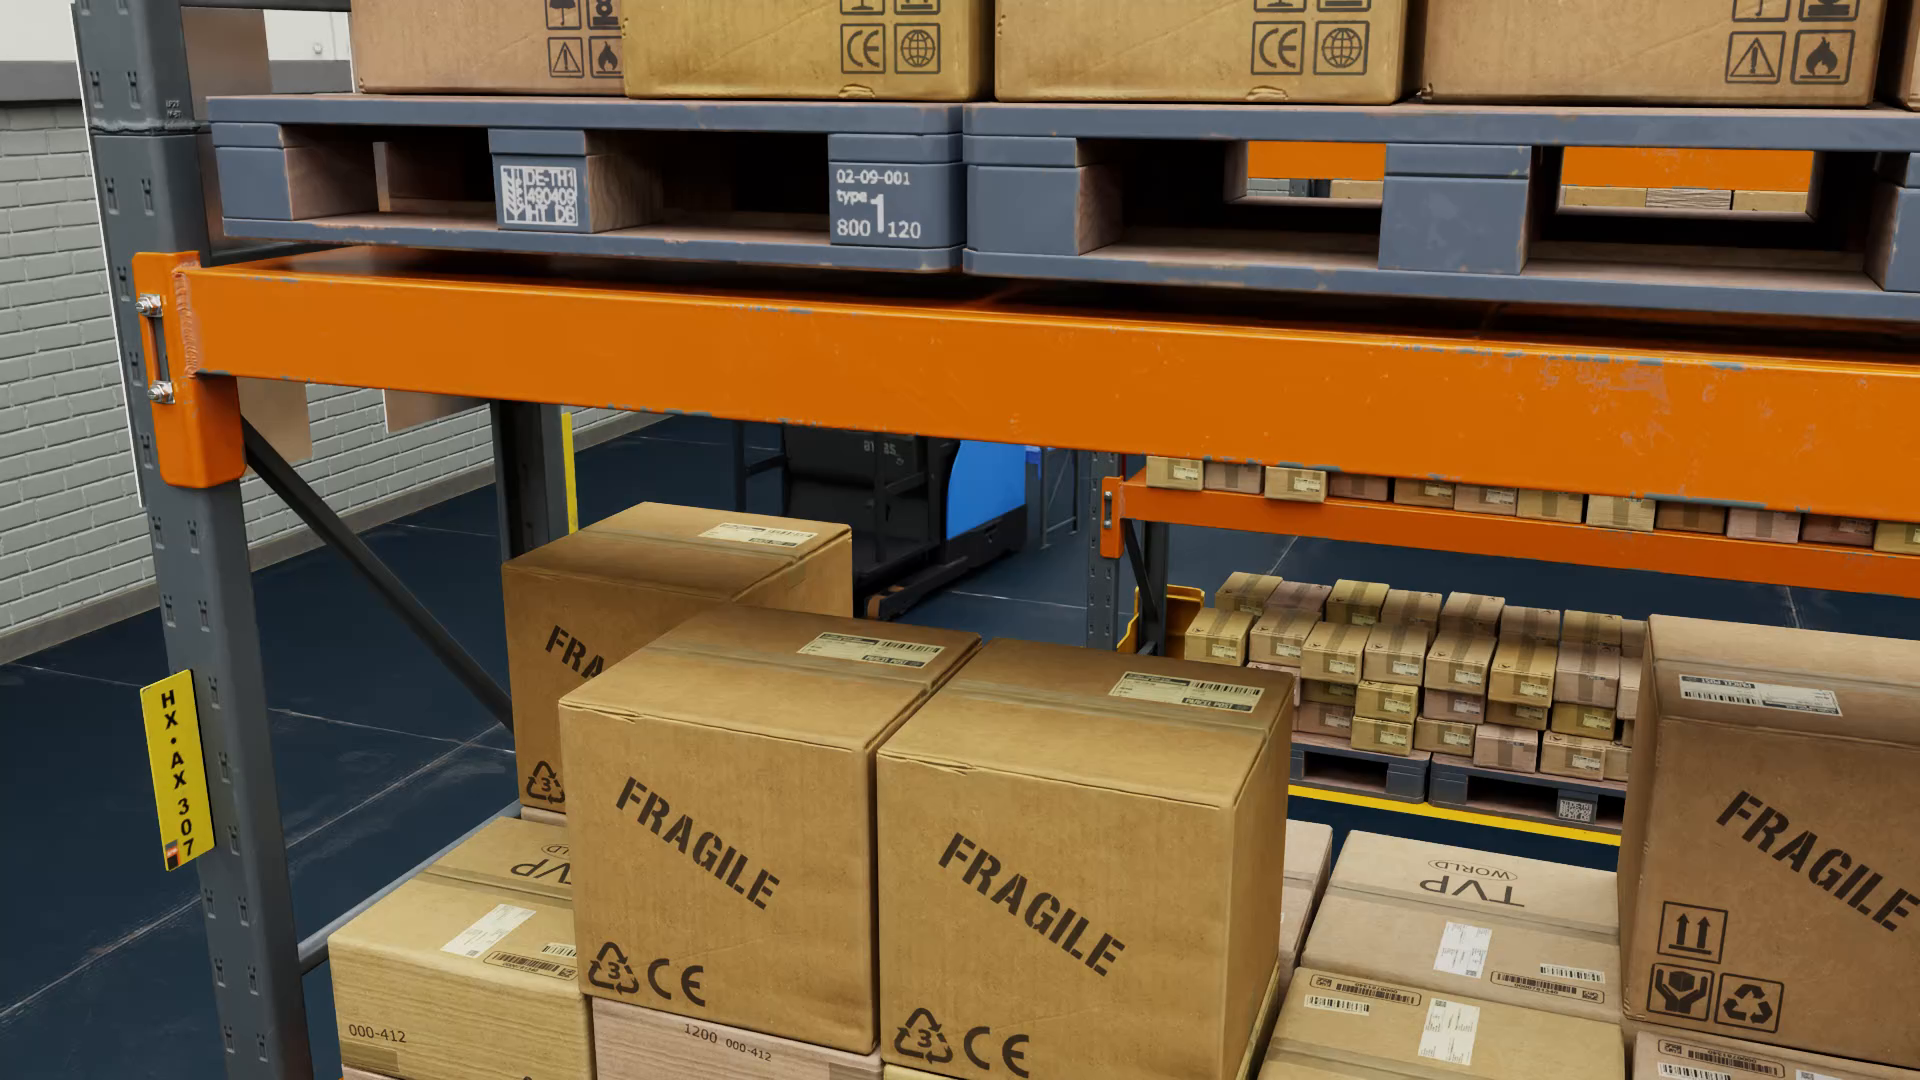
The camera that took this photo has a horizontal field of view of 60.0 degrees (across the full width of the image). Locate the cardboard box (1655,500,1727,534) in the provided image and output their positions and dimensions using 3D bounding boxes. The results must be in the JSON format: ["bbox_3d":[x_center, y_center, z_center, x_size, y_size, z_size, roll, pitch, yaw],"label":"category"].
[{"bbox_3d":[2.971,-0.153,6.772,0.250,0.149,0.380,6,17,20],"label":"cardboard box"}]

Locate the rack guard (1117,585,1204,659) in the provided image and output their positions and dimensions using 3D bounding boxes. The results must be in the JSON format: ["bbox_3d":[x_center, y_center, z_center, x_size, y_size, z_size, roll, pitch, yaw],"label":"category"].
[{"bbox_3d":[0.890,0.627,8.116,0.348,0.500,1.175,6,17,21],"label":"rack guard"}]

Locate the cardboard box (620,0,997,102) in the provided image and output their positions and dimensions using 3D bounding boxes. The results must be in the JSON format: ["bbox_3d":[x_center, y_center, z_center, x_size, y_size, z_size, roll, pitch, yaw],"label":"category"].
[{"bbox_3d":[-0.112,-0.915,2.453,0.500,0.500,0.700,6,17,19],"label":"cardboard box"}]

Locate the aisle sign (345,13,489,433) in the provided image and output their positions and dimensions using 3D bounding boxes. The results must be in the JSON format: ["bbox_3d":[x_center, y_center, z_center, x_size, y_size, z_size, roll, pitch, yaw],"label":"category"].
[{"bbox_3d":[-1.051,-0.638,3.330,0.004,0.787,0.394,6,17,21],"label":"aisle sign"}]

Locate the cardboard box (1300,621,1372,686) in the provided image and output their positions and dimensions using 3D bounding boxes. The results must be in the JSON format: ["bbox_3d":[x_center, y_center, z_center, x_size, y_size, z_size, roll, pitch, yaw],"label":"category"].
[{"bbox_3d":[1.670,0.499,7.369,0.250,0.149,0.380,6,17,20],"label":"cardboard box"}]

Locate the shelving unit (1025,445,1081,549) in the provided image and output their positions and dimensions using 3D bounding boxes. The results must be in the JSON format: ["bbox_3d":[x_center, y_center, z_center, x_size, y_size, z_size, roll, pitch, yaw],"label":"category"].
[{"bbox_3d":[0.243,-0.798,11.231,1.048,1.500,0.538,10,19,31],"label":"shelving unit"}]

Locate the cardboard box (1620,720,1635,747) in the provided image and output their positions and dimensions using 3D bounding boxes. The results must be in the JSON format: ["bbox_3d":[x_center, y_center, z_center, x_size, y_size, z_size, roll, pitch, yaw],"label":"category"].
[{"bbox_3d":[2.935,0.751,7.033,0.250,0.149,0.380,5,17,18],"label":"cardboard box"}]

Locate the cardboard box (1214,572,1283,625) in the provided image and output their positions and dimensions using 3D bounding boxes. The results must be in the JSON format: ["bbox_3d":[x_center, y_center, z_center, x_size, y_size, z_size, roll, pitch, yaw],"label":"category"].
[{"bbox_3d":[1.405,0.289,8.090,0.250,0.149,0.380,6,17,21],"label":"cardboard box"}]

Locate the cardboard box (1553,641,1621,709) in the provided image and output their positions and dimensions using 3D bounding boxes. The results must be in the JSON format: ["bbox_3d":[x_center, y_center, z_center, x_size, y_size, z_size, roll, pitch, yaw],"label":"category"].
[{"bbox_3d":[2.683,0.573,7.113,0.250,0.149,0.380,6,17,21],"label":"cardboard box"}]

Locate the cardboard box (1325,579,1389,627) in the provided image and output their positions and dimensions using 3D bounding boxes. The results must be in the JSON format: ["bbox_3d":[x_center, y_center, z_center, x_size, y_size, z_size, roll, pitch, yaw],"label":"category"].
[{"bbox_3d":[1.905,0.323,7.973,0.250,0.149,0.380,6,17,19],"label":"cardboard box"}]

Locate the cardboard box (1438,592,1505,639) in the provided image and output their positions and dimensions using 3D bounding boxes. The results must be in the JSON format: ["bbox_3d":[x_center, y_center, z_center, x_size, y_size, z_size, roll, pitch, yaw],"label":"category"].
[{"bbox_3d":[2.393,0.379,7.780,0.250,0.149,0.380,7,18,23],"label":"cardboard box"}]

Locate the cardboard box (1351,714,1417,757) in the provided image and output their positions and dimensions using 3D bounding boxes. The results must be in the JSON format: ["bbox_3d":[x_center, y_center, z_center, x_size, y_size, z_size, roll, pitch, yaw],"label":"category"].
[{"bbox_3d":[1.894,0.807,7.374,0.250,0.149,0.380,7,17,21],"label":"cardboard box"}]

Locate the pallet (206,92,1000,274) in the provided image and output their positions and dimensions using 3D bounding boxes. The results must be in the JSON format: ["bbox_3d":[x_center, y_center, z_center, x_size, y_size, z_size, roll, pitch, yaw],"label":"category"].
[{"bbox_3d":[-0.401,-0.630,2.741,1.213,0.211,1.003,6,17,21],"label":"pallet"}]

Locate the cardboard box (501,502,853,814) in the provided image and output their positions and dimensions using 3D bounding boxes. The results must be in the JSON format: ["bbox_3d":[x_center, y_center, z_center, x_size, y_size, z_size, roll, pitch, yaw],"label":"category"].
[{"bbox_3d":[-0.545,0.246,3.337,0.500,0.500,0.500,7,17,21],"label":"cardboard box"}]

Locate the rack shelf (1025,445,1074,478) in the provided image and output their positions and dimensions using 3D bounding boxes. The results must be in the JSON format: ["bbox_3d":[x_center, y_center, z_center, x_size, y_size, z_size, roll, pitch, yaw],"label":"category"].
[{"bbox_3d":[0.243,-0.625,11.281,1.000,0.185,0.538,10,19,31],"label":"rack shelf"}]

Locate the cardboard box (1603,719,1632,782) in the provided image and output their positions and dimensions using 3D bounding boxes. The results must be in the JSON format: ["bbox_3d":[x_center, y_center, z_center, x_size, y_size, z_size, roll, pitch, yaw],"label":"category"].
[{"bbox_3d":[2.870,0.894,7.074,0.250,0.149,0.380,7,17,22],"label":"cardboard box"}]

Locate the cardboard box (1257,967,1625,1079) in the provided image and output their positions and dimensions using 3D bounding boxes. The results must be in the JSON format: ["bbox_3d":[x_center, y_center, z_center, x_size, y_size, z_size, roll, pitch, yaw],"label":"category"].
[{"bbox_3d":[0.692,0.899,2.431,0.500,0.250,0.500,6,17,20],"label":"cardboard box"}]

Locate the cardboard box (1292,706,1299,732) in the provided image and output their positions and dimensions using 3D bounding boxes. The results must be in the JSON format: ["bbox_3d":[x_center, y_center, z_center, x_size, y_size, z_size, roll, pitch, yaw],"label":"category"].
[{"bbox_3d":[1.463,0.729,7.644,0.250,0.149,0.380,6,17,20],"label":"cardboard box"}]

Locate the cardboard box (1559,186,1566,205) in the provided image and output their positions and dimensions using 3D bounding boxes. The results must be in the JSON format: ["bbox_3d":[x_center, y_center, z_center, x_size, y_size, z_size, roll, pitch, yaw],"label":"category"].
[{"bbox_3d":[3.848,-2.179,11.325,0.500,0.500,0.500,6,17,20],"label":"cardboard box"}]

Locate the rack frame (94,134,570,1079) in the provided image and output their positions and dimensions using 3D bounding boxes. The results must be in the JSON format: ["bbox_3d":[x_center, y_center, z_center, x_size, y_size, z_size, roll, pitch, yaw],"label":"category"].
[{"bbox_3d":[-1.095,0.695,3.399,0.127,3.000,1.000,6,17,21],"label":"rack frame"}]

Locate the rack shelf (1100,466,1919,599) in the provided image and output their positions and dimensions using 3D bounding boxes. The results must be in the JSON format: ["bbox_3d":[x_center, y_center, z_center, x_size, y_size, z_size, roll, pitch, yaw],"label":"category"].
[{"bbox_3d":[2.680,-0.031,7.190,4.000,0.370,1.077,6,17,21],"label":"rack shelf"}]

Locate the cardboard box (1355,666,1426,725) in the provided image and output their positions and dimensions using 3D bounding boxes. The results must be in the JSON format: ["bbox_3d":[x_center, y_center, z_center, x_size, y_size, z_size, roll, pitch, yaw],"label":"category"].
[{"bbox_3d":[1.906,0.663,7.336,0.250,0.149,0.380,7,18,22],"label":"cardboard box"}]

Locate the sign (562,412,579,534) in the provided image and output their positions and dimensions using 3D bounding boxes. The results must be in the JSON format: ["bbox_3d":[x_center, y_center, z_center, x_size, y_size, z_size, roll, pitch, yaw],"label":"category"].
[{"bbox_3d":[-0.883,-0.114,3.684,0.005,0.325,0.100,6,17,21],"label":"sign"}]

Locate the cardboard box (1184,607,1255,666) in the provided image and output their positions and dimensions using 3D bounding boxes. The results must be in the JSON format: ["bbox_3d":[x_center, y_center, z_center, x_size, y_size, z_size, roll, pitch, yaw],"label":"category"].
[{"bbox_3d":[1.182,0.443,7.562,0.250,0.149,0.380,5,17,18],"label":"cardboard box"}]

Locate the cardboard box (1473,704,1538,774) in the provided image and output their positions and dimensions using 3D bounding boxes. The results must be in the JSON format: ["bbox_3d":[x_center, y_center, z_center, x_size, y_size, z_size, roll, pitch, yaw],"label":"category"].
[{"bbox_3d":[2.366,0.856,7.204,0.250,0.149,0.380,5,17,18],"label":"cardboard box"}]

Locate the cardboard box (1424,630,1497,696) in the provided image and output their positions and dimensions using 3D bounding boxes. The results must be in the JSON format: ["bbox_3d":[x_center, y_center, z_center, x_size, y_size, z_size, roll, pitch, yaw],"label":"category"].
[{"bbox_3d":[2.186,0.533,7.250,0.250,0.149,0.380,7,18,23],"label":"cardboard box"}]

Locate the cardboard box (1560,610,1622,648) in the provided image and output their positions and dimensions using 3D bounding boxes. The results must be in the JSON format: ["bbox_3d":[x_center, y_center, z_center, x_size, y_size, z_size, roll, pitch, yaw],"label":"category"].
[{"bbox_3d":[2.851,0.455,7.521,0.250,0.149,0.380,6,17,21],"label":"cardboard box"}]

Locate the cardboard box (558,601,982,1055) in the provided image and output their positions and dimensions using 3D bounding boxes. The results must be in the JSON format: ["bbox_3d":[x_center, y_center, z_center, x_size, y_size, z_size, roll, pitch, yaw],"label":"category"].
[{"bbox_3d":[-0.282,0.434,2.687,0.500,0.500,0.500,6,17,19],"label":"cardboard box"}]

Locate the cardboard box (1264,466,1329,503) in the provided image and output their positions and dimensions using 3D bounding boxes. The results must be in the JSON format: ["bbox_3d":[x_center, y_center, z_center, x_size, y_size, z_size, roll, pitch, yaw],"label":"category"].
[{"bbox_3d":[1.483,-0.285,7.227,0.250,0.149,0.380,6,17,19],"label":"cardboard box"}]

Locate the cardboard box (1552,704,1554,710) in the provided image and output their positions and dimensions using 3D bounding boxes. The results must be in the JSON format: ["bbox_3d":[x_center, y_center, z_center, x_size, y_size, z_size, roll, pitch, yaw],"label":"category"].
[{"bbox_3d":[2.825,0.746,7.584,0.250,0.149,0.380,7,18,22],"label":"cardboard box"}]

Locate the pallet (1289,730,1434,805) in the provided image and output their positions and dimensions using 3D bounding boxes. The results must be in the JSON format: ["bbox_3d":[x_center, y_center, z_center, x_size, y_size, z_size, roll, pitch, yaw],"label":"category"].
[{"bbox_3d":[1.633,0.858,7.838,1.213,0.211,1.003,6,17,21],"label":"pallet"}]

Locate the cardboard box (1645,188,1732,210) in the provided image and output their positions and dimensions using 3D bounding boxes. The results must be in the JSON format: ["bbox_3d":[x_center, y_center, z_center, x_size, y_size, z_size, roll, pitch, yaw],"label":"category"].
[{"bbox_3d":[4.776,-2.074,10.966,0.500,0.500,0.500,7,17,21],"label":"cardboard box"}]

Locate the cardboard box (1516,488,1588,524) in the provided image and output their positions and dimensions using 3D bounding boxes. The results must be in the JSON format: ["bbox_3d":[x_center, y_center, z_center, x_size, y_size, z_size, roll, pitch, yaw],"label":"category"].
[{"bbox_3d":[2.470,-0.196,6.918,0.250,0.149,0.380,7,18,23],"label":"cardboard box"}]

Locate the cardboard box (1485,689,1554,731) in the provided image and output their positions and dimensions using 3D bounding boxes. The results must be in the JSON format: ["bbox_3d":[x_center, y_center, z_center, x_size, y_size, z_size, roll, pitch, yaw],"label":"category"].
[{"bbox_3d":[2.455,0.683,7.269,0.250,0.149,0.380,7,18,23],"label":"cardboard box"}]

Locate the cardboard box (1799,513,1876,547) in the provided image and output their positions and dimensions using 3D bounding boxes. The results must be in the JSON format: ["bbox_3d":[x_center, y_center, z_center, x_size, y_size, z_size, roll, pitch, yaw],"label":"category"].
[{"bbox_3d":[3.468,-0.105,6.604,0.250,0.149,0.380,6,17,19],"label":"cardboard box"}]

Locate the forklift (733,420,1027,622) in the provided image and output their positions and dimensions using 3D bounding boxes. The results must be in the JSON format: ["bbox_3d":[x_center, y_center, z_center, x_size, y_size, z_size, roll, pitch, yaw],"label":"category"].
[{"bbox_3d":[-0.743,-1.075,9.619,1.130,2.935,3.031,9,19,29],"label":"forklift"}]

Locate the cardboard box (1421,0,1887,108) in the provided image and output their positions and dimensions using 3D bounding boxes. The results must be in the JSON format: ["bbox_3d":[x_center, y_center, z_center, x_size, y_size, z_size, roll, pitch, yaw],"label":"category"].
[{"bbox_3d":[0.944,-0.845,2.211,0.500,0.500,0.700,7,18,23],"label":"cardboard box"}]

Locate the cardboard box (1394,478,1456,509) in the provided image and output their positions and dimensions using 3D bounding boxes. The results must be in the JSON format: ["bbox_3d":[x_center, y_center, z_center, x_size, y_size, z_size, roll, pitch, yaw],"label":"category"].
[{"bbox_3d":[2.018,-0.260,7.141,0.250,0.149,0.380,6,17,20],"label":"cardboard box"}]

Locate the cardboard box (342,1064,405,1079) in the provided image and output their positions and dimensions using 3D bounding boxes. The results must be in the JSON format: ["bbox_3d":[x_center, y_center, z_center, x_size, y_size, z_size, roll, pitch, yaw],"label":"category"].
[{"bbox_3d":[-0.885,0.938,3.014,0.250,0.149,0.380,6,17,21],"label":"cardboard box"}]

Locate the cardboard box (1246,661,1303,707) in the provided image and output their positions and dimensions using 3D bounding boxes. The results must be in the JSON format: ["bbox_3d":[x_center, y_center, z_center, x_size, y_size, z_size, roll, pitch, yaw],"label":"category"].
[{"bbox_3d":[1.447,0.607,7.531,0.250,0.149,0.380,6,17,20],"label":"cardboard box"}]

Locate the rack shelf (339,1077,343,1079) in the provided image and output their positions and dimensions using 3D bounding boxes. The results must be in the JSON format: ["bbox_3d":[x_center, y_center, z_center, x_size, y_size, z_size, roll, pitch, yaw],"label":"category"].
[{"bbox_3d":[0.766,1.245,2.794,4.000,0.370,1.077,6,17,21],"label":"rack shelf"}]

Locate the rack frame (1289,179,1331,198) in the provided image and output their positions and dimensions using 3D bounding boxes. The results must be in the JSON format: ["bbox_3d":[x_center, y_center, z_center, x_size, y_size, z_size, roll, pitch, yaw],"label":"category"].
[{"bbox_3d":[2.542,-1.875,12.252,0.127,3.000,1.000,6,17,21],"label":"rack frame"}]

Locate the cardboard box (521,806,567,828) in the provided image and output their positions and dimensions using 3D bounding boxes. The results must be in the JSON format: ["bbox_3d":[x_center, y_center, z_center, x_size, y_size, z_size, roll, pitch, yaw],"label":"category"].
[{"bbox_3d":[-0.546,0.605,3.445,0.500,0.250,0.500,6,17,20],"label":"cardboard box"}]

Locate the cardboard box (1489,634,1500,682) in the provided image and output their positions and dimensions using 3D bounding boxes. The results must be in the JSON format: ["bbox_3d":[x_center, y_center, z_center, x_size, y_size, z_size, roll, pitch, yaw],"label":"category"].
[{"bbox_3d":[2.386,0.526,7.808,0.250,0.149,0.380,7,17,21],"label":"cardboard box"}]

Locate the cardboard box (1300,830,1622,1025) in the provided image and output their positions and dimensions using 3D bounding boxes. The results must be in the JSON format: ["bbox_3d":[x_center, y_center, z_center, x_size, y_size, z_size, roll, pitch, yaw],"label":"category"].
[{"bbox_3d":[0.885,0.761,2.906,0.500,0.250,0.500,6,17,21],"label":"cardboard box"}]

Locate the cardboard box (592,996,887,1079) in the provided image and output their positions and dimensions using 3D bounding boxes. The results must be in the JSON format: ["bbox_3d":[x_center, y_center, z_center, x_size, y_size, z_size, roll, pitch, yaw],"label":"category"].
[{"bbox_3d":[-0.261,0.795,2.791,0.500,0.250,0.500,6,17,20],"label":"cardboard box"}]

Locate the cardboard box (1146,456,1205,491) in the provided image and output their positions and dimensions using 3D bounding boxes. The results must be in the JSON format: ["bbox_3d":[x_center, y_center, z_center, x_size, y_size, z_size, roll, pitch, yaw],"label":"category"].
[{"bbox_3d":[1.000,-0.342,7.422,0.250,0.149,0.380,6,17,20],"label":"cardboard box"}]
